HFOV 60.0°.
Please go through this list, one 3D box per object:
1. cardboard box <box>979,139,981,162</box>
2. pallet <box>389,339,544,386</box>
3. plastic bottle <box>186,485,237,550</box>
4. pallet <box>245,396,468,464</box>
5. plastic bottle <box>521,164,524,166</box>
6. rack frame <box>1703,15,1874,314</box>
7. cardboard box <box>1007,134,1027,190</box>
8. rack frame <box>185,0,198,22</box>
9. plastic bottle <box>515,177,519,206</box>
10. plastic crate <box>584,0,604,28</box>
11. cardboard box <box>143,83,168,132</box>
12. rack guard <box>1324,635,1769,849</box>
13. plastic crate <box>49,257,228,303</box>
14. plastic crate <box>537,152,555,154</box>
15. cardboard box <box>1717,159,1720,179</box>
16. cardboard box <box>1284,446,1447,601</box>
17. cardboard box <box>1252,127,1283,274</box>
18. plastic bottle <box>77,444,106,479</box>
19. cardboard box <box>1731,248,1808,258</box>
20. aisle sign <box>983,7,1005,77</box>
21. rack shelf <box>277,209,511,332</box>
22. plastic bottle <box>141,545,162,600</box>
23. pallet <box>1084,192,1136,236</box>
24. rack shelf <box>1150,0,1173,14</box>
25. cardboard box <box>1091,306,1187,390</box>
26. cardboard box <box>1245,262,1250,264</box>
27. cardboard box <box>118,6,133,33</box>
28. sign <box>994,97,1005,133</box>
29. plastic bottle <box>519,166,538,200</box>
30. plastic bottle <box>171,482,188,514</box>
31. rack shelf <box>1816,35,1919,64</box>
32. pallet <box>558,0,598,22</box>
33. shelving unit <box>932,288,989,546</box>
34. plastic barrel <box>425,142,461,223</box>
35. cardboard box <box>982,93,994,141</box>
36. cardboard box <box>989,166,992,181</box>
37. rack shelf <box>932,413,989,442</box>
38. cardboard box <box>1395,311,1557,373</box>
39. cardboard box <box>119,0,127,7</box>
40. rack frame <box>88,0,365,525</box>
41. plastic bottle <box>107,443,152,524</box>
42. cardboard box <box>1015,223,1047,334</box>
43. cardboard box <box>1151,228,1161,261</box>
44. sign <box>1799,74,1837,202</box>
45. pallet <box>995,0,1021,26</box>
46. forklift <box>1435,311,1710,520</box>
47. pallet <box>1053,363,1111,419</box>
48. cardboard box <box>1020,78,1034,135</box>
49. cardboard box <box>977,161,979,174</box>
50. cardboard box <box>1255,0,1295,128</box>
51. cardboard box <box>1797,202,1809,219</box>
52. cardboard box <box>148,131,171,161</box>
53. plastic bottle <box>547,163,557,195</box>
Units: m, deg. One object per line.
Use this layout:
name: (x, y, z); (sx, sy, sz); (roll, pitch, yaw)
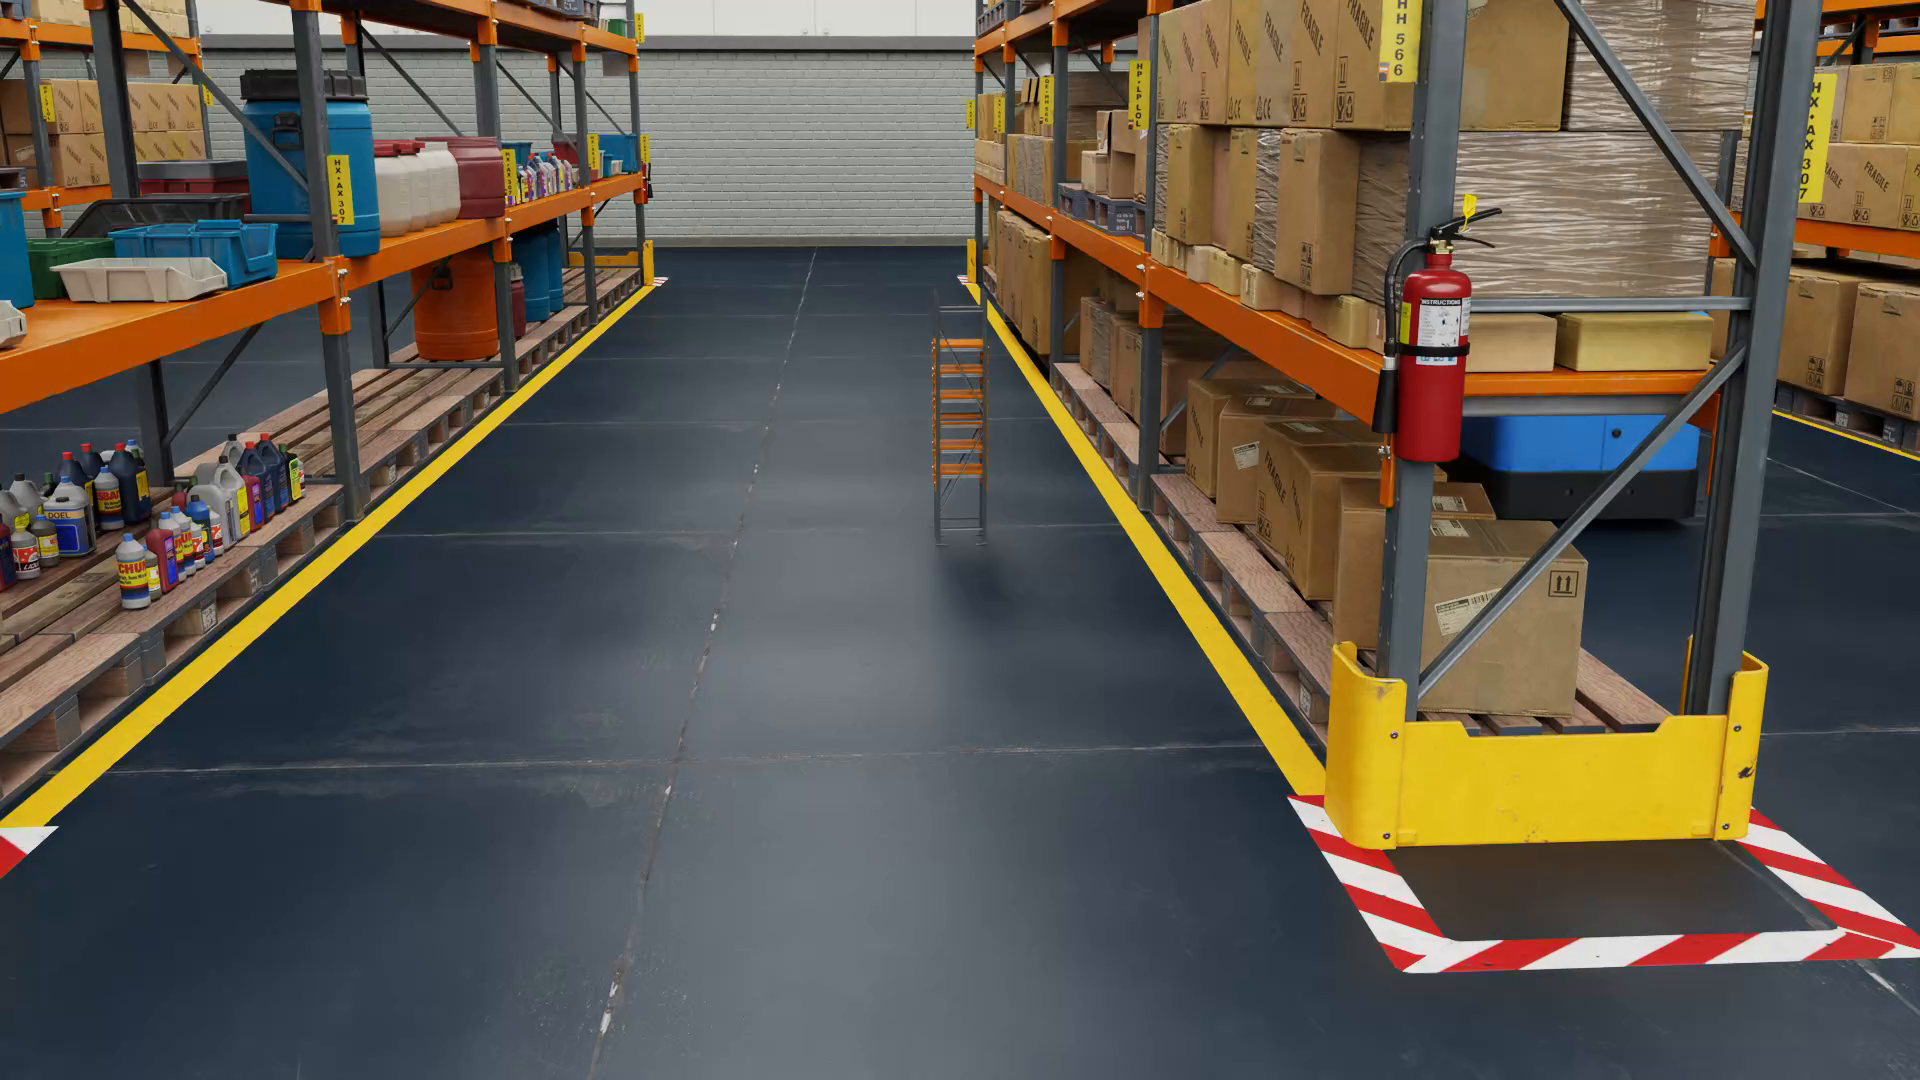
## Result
cardboard box: (0.482, -4.416, 18.874); (0.500, 0.250, 0.500); (-1, 14, -4)
pallet: (-3.856, -1.376, 12.952); (1.003, 0.211, 1.213); (-1, 14, -3)
plastic bottle: (-3.152, -0.106, 7.003); (0.152, 0.276, 0.135); (-1, 14, -2)
pallet: (-3.683, -0.685, 10.265); (1.003, 0.211, 1.213); (-1, 14, -3)
plastic bottle: (-3.713, -3.057, 14.145); (0.097, 0.271, 0.097); (0, 14, 0)
rack frame: (6.135, -2.659, 12.342); (1.000, 3.000, 0.127); (-1, 14, -3)
cardboard box: (0.709, -3.533, 15.536); (0.500, 0.500, 0.500); (-1, 14, -3)
rack frame: (-9.205, -7.351, 18.536); (1.000, 3.000, 0.127); (-1, 14, -3)
plastic bottle: (-3.461, -2.737, 12.877); (0.061, 0.283, 0.133); (-1, 14, -3)
plastic crate: (-3.816, -5.229, 16.571); (0.497, 0.269, 0.590); (-1, 14, -3)
cardboard box: (-8.834, -4.617, 17.744); (0.500, 0.500, 0.500); (0, 14, -2)
rack guard: (1.669, 0.573, 4.794); (1.175, 0.500, 0.348); (-1, 14, -3)
plastic crate: (-3.164, -1.009, 6.457); (0.530, 0.136, 0.437); (-1, 14, -3)
plastic crate: (-4.533, -4.239, 18.696); (0.416, 0.233, 0.300); (-1, 14, -3)
cardboard box: (5.646, -2.857, 12.770); (0.380, 0.149, 0.250); (-1, 14, -3)
cardboard box: (1.561, -0.071, 6.455); (0.500, 0.500, 0.500); (0, 14, 2)
cardboard box: (1.529, -1.195, 5.855); (0.875, 0.500, 0.500); (-1, 14, -3)
plastic bottle: (-3.882, -0.260, 7.449); (0.144, 0.351, 0.185); (0, 14, -2)
cardboard box: (6.334, -2.190, 13.189); (0.500, 0.250, 0.500); (-2, 15, -6)
aisle sign: (0.379, -5.870, 19.602); (0.394, 0.787, 0.004); (-1, 14, -3)
rack shelf: (-3.641, -1.686, 10.001); (1.077, 0.370, 4.000); (-1, 14, -3)
plastic bottle: (-3.077, 0.119, 6.277); (0.097, 0.201, 0.097); (0, 14, 0)
pallet: (1.342, -2.023, 10.255); (1.003, 0.211, 1.213); (-1, 14, -3)
rack shelf: (1.550, -2.220, 6.058); (1.077, 0.370, 4.000); (-1, 14, -3)
cardboard box: (1.287, -1.306, 11.217); (0.700, 0.500, 0.500); (-2, 15, -8)
cardboard box: (1.306, -0.999, 6.393); (0.380, 0.149, 0.250); (-1, 14, -3)
cardboard box: (-8.831, -5.328, 16.997); (0.500, 0.250, 0.500); (-1, 14, -3)
sign: (0.377, -4.051, 15.856); (0.100, 0.325, 0.005); (-1, 14, -3)
plastic bottle: (-3.555, -2.929, 13.638); (0.152, 0.276, 0.135); (-1, 14, -3)
plastic bottle: (-3.258, -0.108, 6.995); (0.061, 0.283, 0.133); (-1, 14, -3)
rack shelf: (10.698, -5.357, 18.252); (1.077, 0.370, 4.000); (-1, 14, -3)
pallet: (-3.867, -4.694, 14.609); (1.213, 0.211, 1.003); (-1, 14, -3)
shelving unit: (0.001, -0.577, 7.863); (0.258, 1.200, 0.189); (-1, 14, -3)
plastic barrel: (-3.488, -2.333, 10.849); (0.421, 0.512, 0.421); (0, 14, 0)
cardboard box: (0.512, -4.655, 18.299); (0.500, 0.500, 0.500); (-1, 14, -5)
cardboard box: (0.505, -3.871, 17.557); (0.380, 0.149, 0.250); (-1, 14, -4)
rack shelf: (0.001, -0.534, 7.874); (0.258, 0.103, 0.180); (-1, 14, -3)
cardboard box: (1.450, -0.564, 4.704); (0.380, 0.149, 0.250); (-1, 14, -3)
cardboard box: (-8.823, -5.571, 16.936); (0.500, 0.250, 0.500); (-1, 14, -3)
rack frame: (-3.517, -1.537, 7.978); (1.000, 3.000, 0.127); (-1, 14, -3)
plastic bottle: (-3.738, -0.262, 7.457); (0.144, 0.351, 0.185); (-1, 14, -3)
cardboard box: (1.109, -2.176, 13.885); (1.225, 0.875, 0.875); (-1, 14, -3)
cardboard box: (1.139, -1.433, 8.081); (0.380, 0.149, 0.250); (-1, 14, -3)
sign: (2.215, -1.046, 4.334); (0.100, 0.325, 0.005); (-1, 14, -3)
pallet: (0.890, -5.216, 16.437); (1.003, 0.211, 1.213); (-1, 14, -3)
forklift: (3.046, -1.826, 9.242); (1.130, 2.935, 3.031); (-1, 14, -2)
pallet: (1.225, -1.063, 11.734); (1.003, 0.211, 1.213); (-1, 14, -3)
cardboard box: (0.978, -3.978, 15.254); (0.797, 0.503, 0.637); (-1, 14, -5)
cardboard box: (0.393, -4.319, 19.295); (0.380, 0.149, 0.250); (-1, 14, -4)
cardboard box: (1.328, -1.677, 5.718); (0.500, 0.500, 0.500); (-1, 14, -3)
cardboard box: (5.928, -2.465, 11.388); (0.500, 0.500, 0.500); (-1, 14, -4)
cardboard box: (-8.844, -4.133, 17.871); (0.500, 0.500, 0.500); (-1, 14, -3)
plastic bottle: (-3.612, -3.157, 14.525); (0.152, 0.276, 0.135); (-1, 14, -3)
